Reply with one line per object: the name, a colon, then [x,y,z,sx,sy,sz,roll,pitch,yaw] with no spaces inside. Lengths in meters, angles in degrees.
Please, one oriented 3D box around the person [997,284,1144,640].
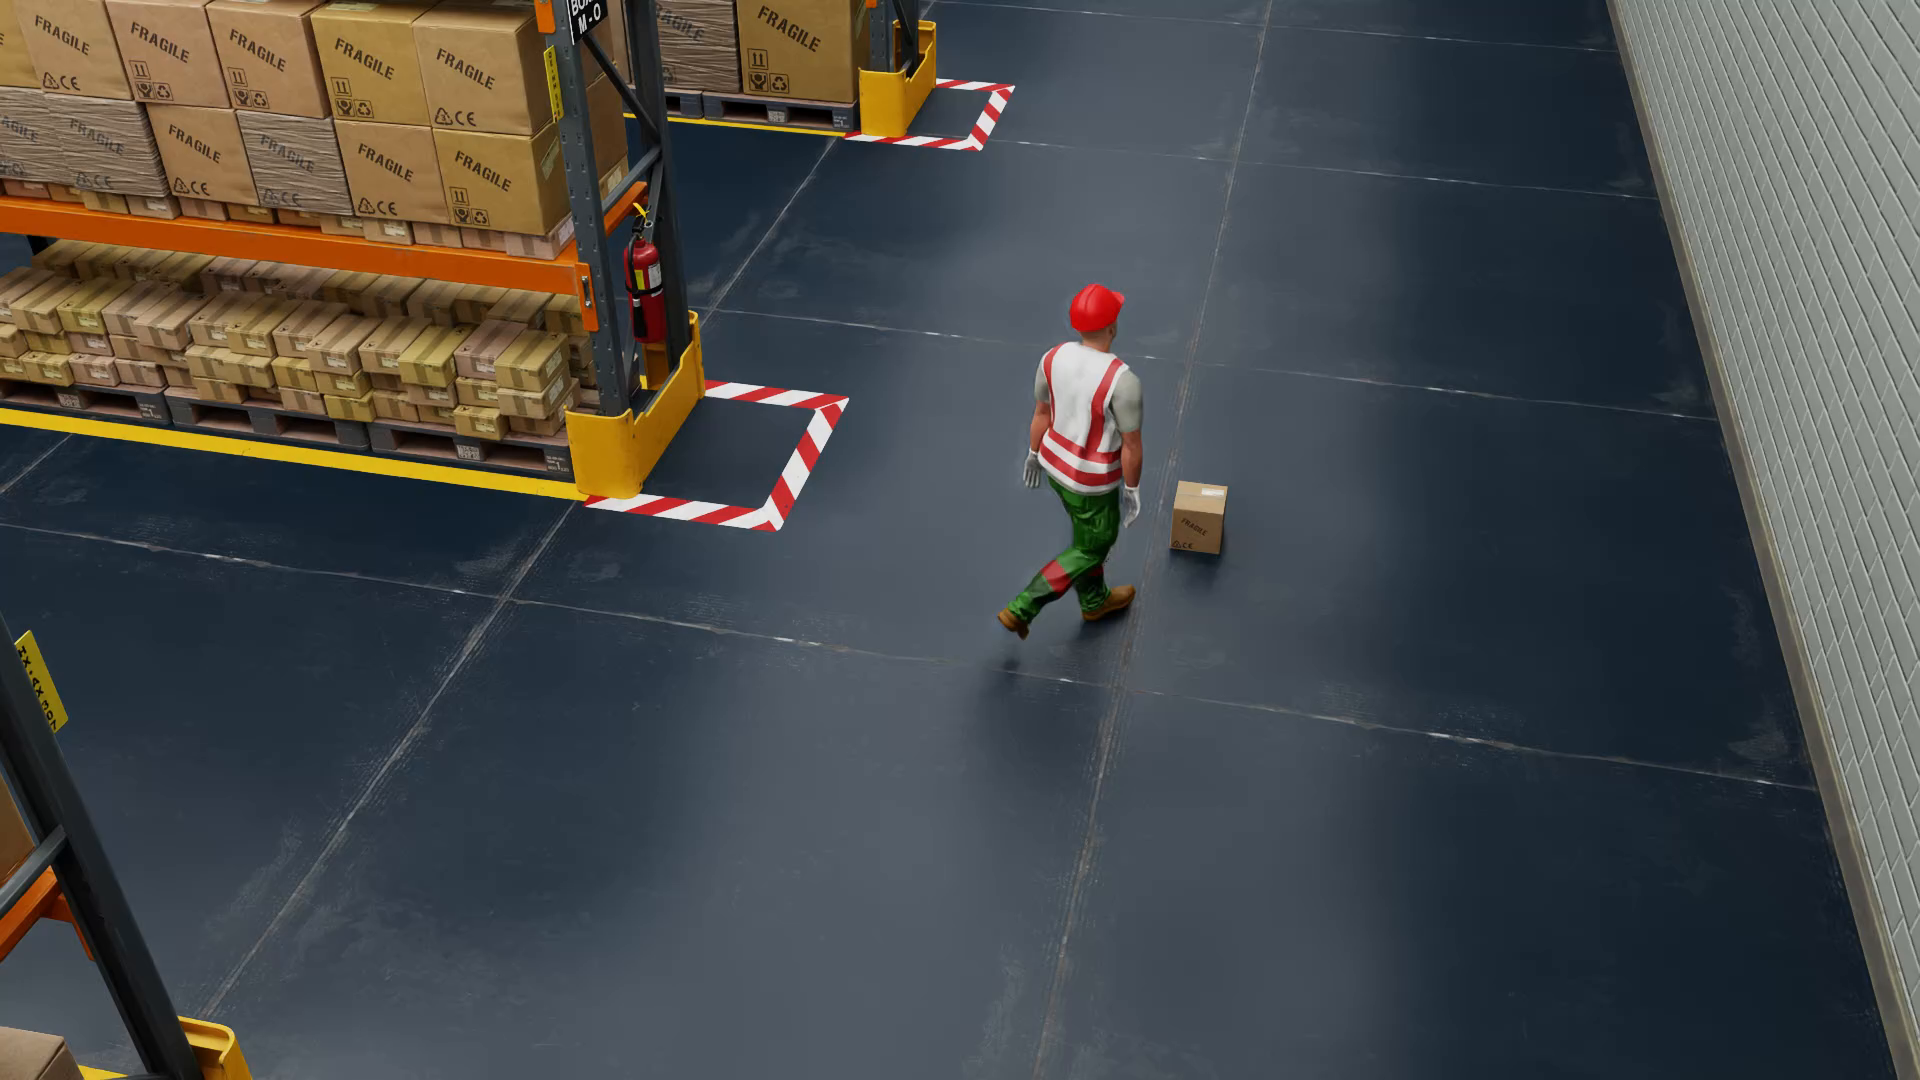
person: [0.507,-0.279,7.331,0.838,1.769,0.605,-24,43,-29]
